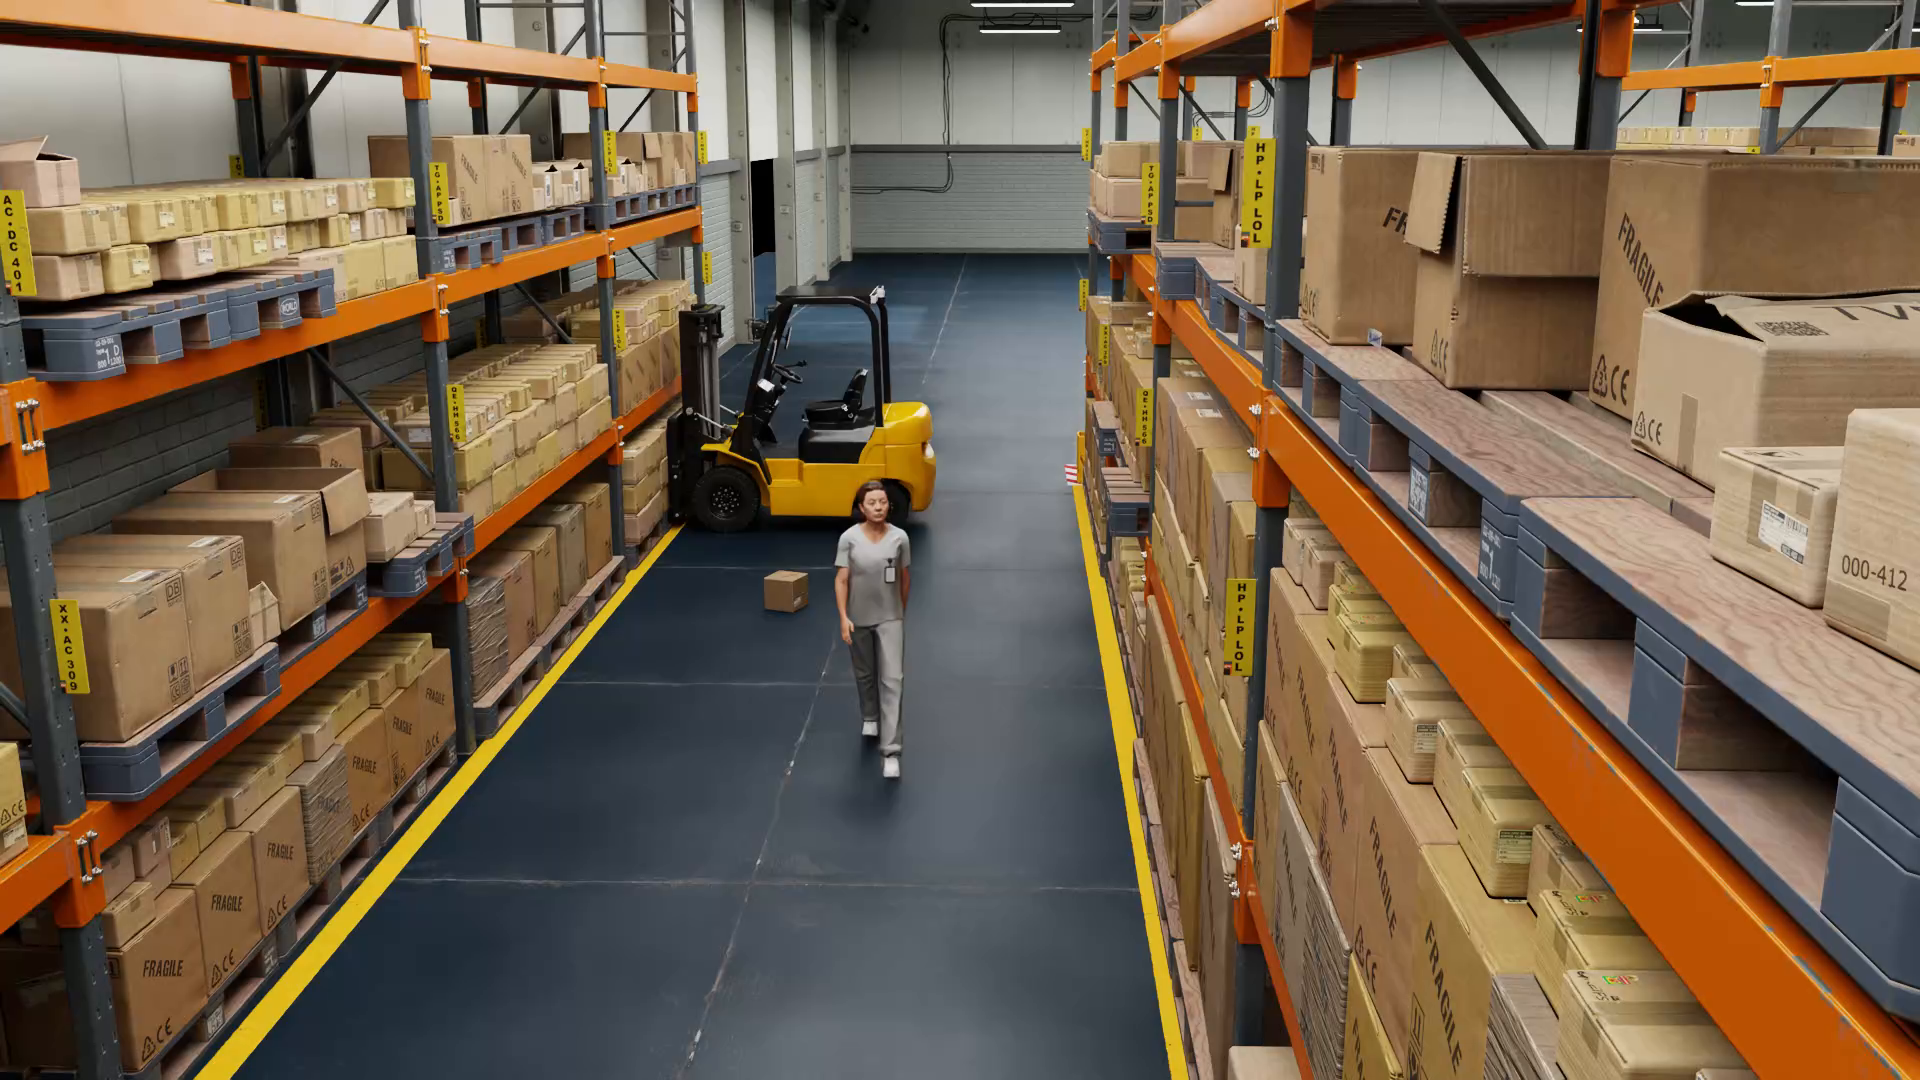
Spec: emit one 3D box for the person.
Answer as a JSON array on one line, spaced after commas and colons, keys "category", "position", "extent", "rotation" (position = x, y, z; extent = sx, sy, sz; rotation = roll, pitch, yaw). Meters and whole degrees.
[{"category": "person", "position": [-0.498, 0.468, 9.582], "extent": [0.442, 1.607, 1.009], "rotation": [-1, 14, -2]}]
